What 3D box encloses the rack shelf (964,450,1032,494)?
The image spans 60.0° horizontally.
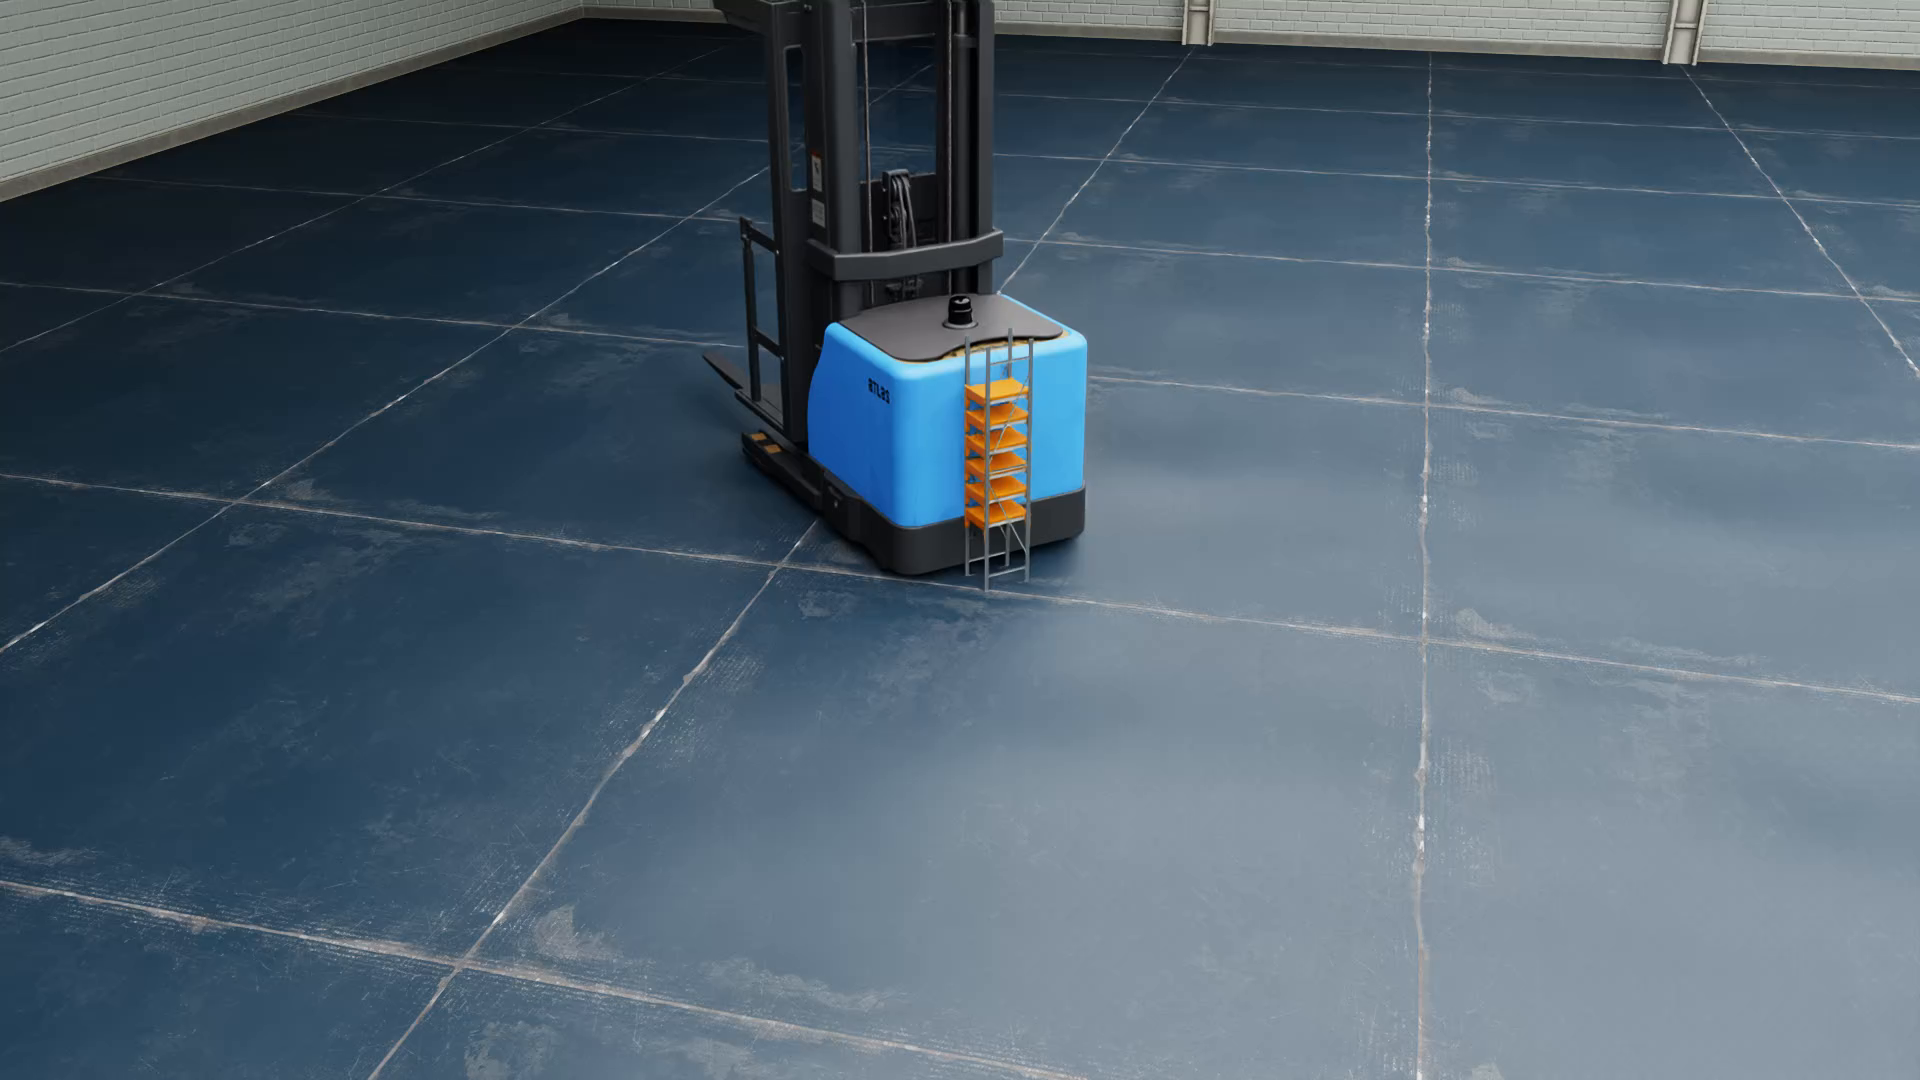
[{"bbox_3d":[0.174,-0.314,7.618,0.258,0.103,0.180,-13,29,-26],"label":"rack shelf"}]

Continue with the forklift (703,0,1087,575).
[{"bbox_3d":[-0.541,-1.758,8.533,1.130,2.935,3.031,-13,29,-26],"label":"forklift"}]

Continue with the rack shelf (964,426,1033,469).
[{"bbox_3d":[0.174,-0.423,7.566,0.258,0.103,0.180,-13,29,-26],"label":"rack shelf"}]

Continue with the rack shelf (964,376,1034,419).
[{"bbox_3d":[0.174,-0.639,7.463,0.258,0.103,0.180,-13,29,-26],"label":"rack shelf"}]

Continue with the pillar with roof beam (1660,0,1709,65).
[{"bbox_3d":[7.906,-8.242,15.093,0.400,9.000,9.100,6,26,13],"label":"pillar with roof beam"}]

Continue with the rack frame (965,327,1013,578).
[{"bbox_3d":[0.130,-0.389,7.671,0.240,1.200,0.006,-13,29,-26],"label":"rack frame"}]

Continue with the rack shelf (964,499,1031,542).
[{"bbox_3d":[0.174,-0.098,7.721,0.258,0.103,0.180,-13,29,-26],"label":"rack shelf"}]

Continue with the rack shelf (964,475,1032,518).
[{"bbox_3d":[0.174,-0.206,7.670,0.258,0.103,0.180,-13,29,-26],"label":"rack shelf"}]

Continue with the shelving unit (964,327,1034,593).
[{"bbox_3d":[0.174,-0.355,7.599,0.258,1.200,0.189,-13,29,-26],"label":"shelving unit"}]

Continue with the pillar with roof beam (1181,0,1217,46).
[{"bbox_3d":[2.095,-8.884,16.443,0.400,9.000,9.100,6,26,13],"label":"pillar with roof beam"}]

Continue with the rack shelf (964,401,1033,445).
[{"bbox_3d":[0.174,-0.531,7.515,0.258,0.103,0.180,-13,29,-26],"label":"rack shelf"}]

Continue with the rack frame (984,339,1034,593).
[{"bbox_3d":[0.218,-0.320,7.527,0.240,1.200,0.006,-13,29,-26],"label":"rack frame"}]
